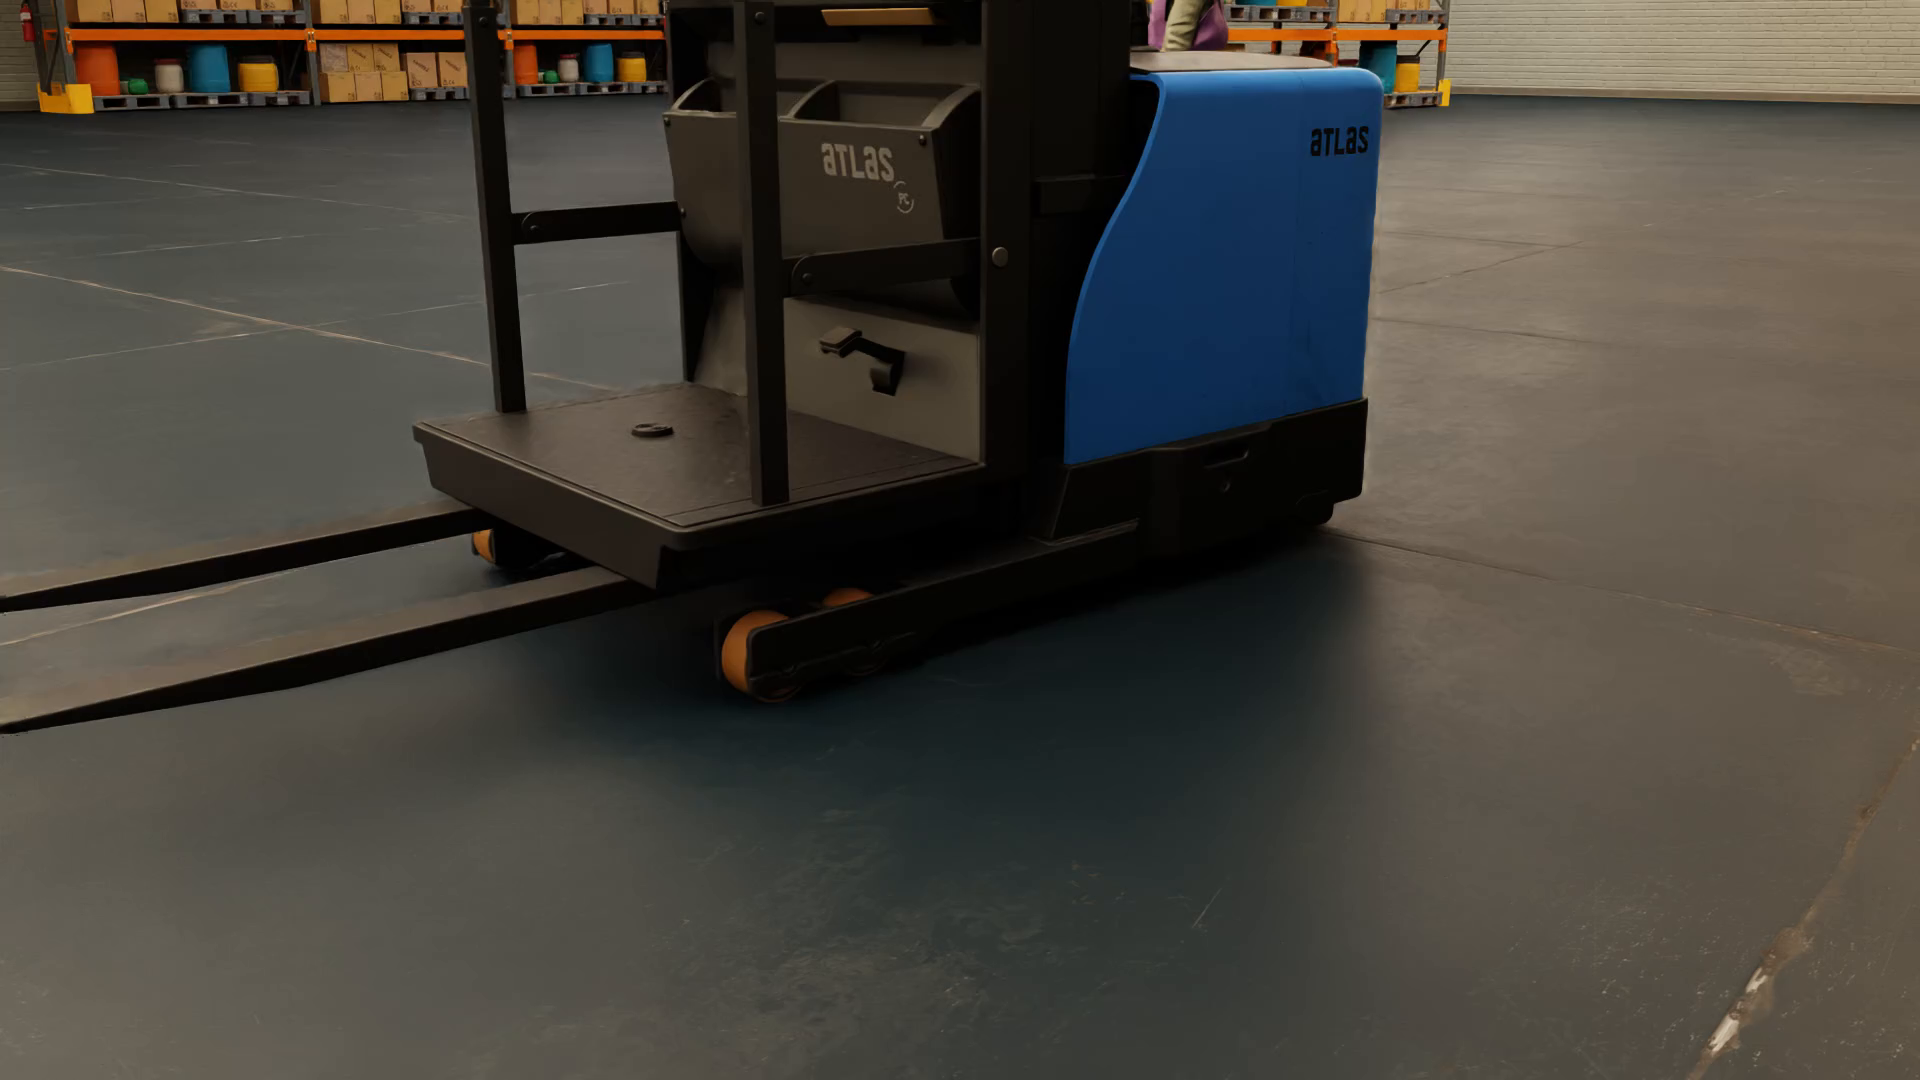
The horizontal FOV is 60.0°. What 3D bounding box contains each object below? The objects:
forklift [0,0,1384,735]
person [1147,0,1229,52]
[{"bbox_3d":[-0.457,-1.281,3.117,3.031,2.935,1.130,-14,22,-39],"label":"forklift"},{"bbox_3d":[0.781,-1.362,5.694,0.348,1.590,0.474,5,18,16],"label":"person"}]
